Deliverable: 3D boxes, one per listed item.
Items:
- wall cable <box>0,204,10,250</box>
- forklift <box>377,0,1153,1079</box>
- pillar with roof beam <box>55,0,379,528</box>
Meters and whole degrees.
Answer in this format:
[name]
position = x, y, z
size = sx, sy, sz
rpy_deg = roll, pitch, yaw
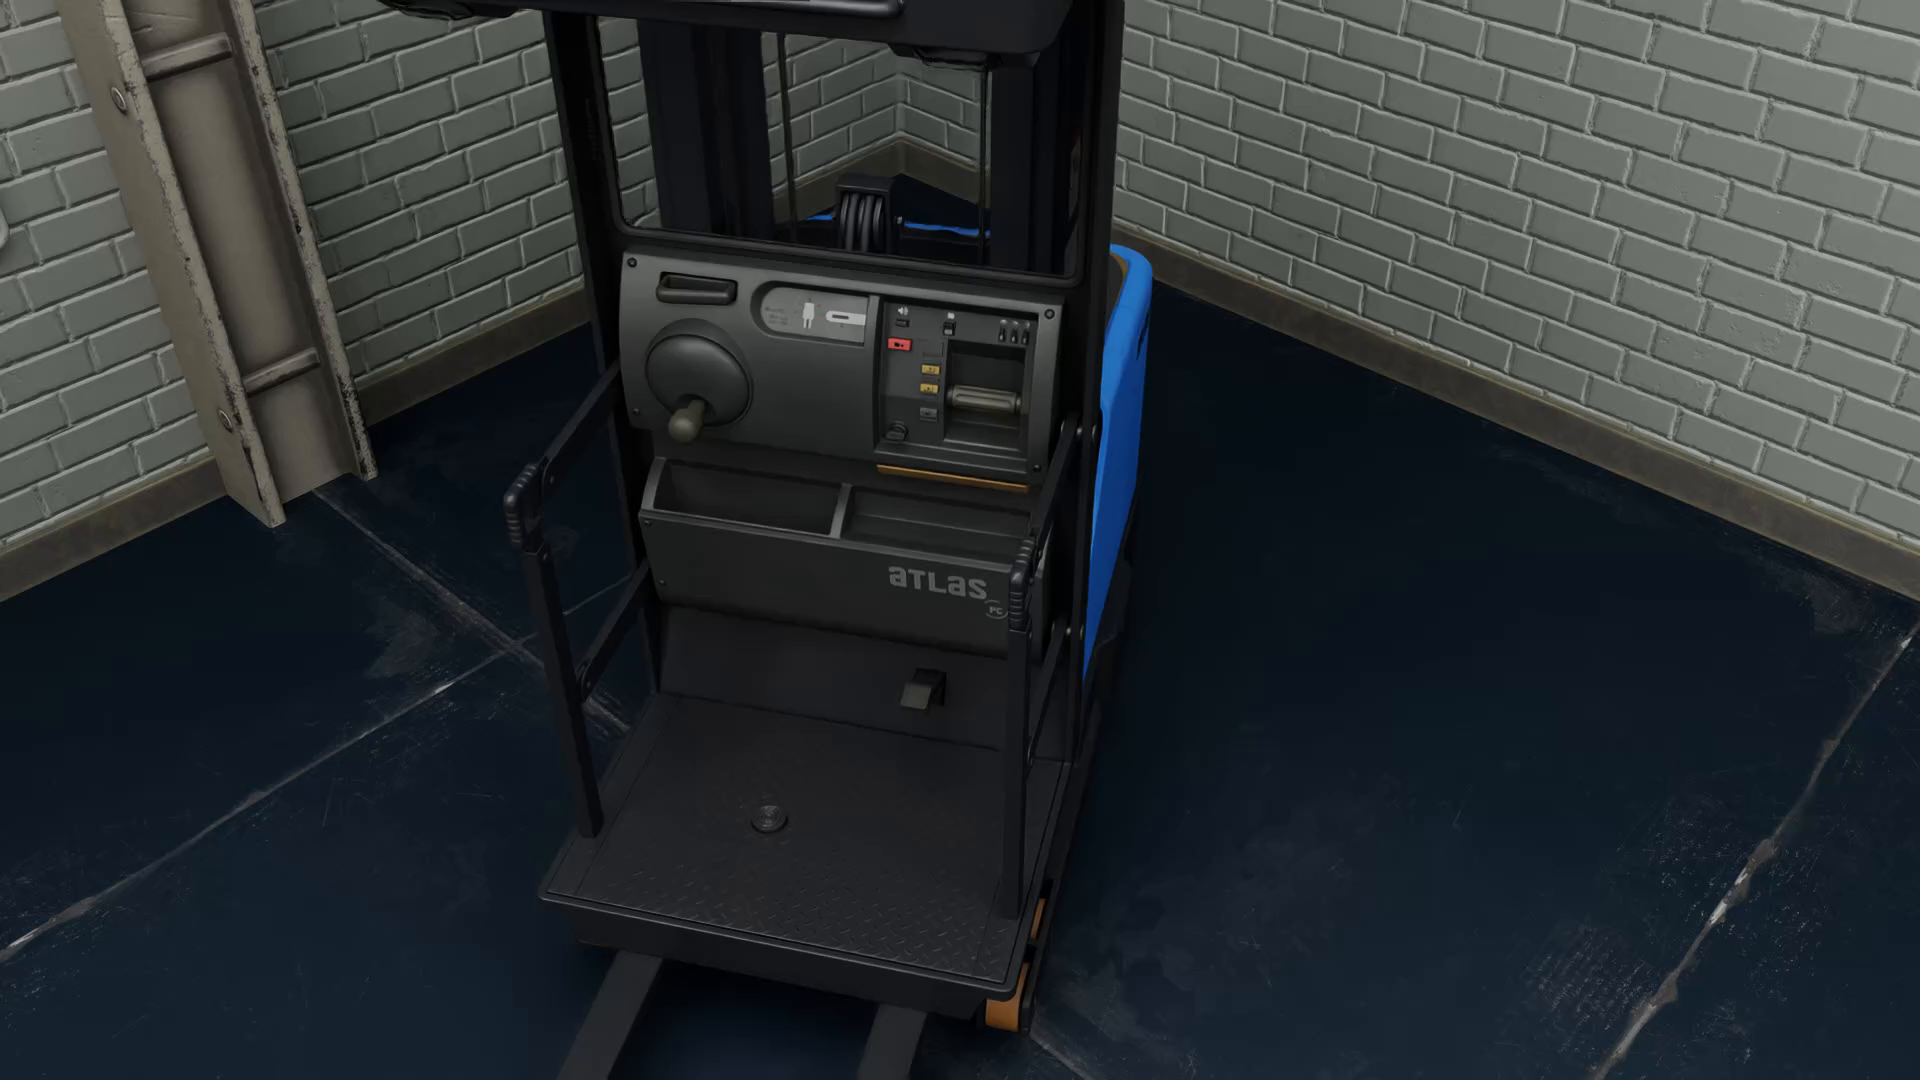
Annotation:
[wall cable]
position = -3.191, -1.146, 3.465
size = 0.084, 1.984, 1.851
rpy_deg = 30, 47, 32
[forklift]
position = -0.305, -0.286, 3.254
size = 1.130, 2.935, 3.031
rpy_deg = 9, 39, 11
[pillar with roof beam]
position = 1.004, -1.907, 0.418
size = 9.100, 9.000, 0.400
rpy_deg = 30, 47, 32
